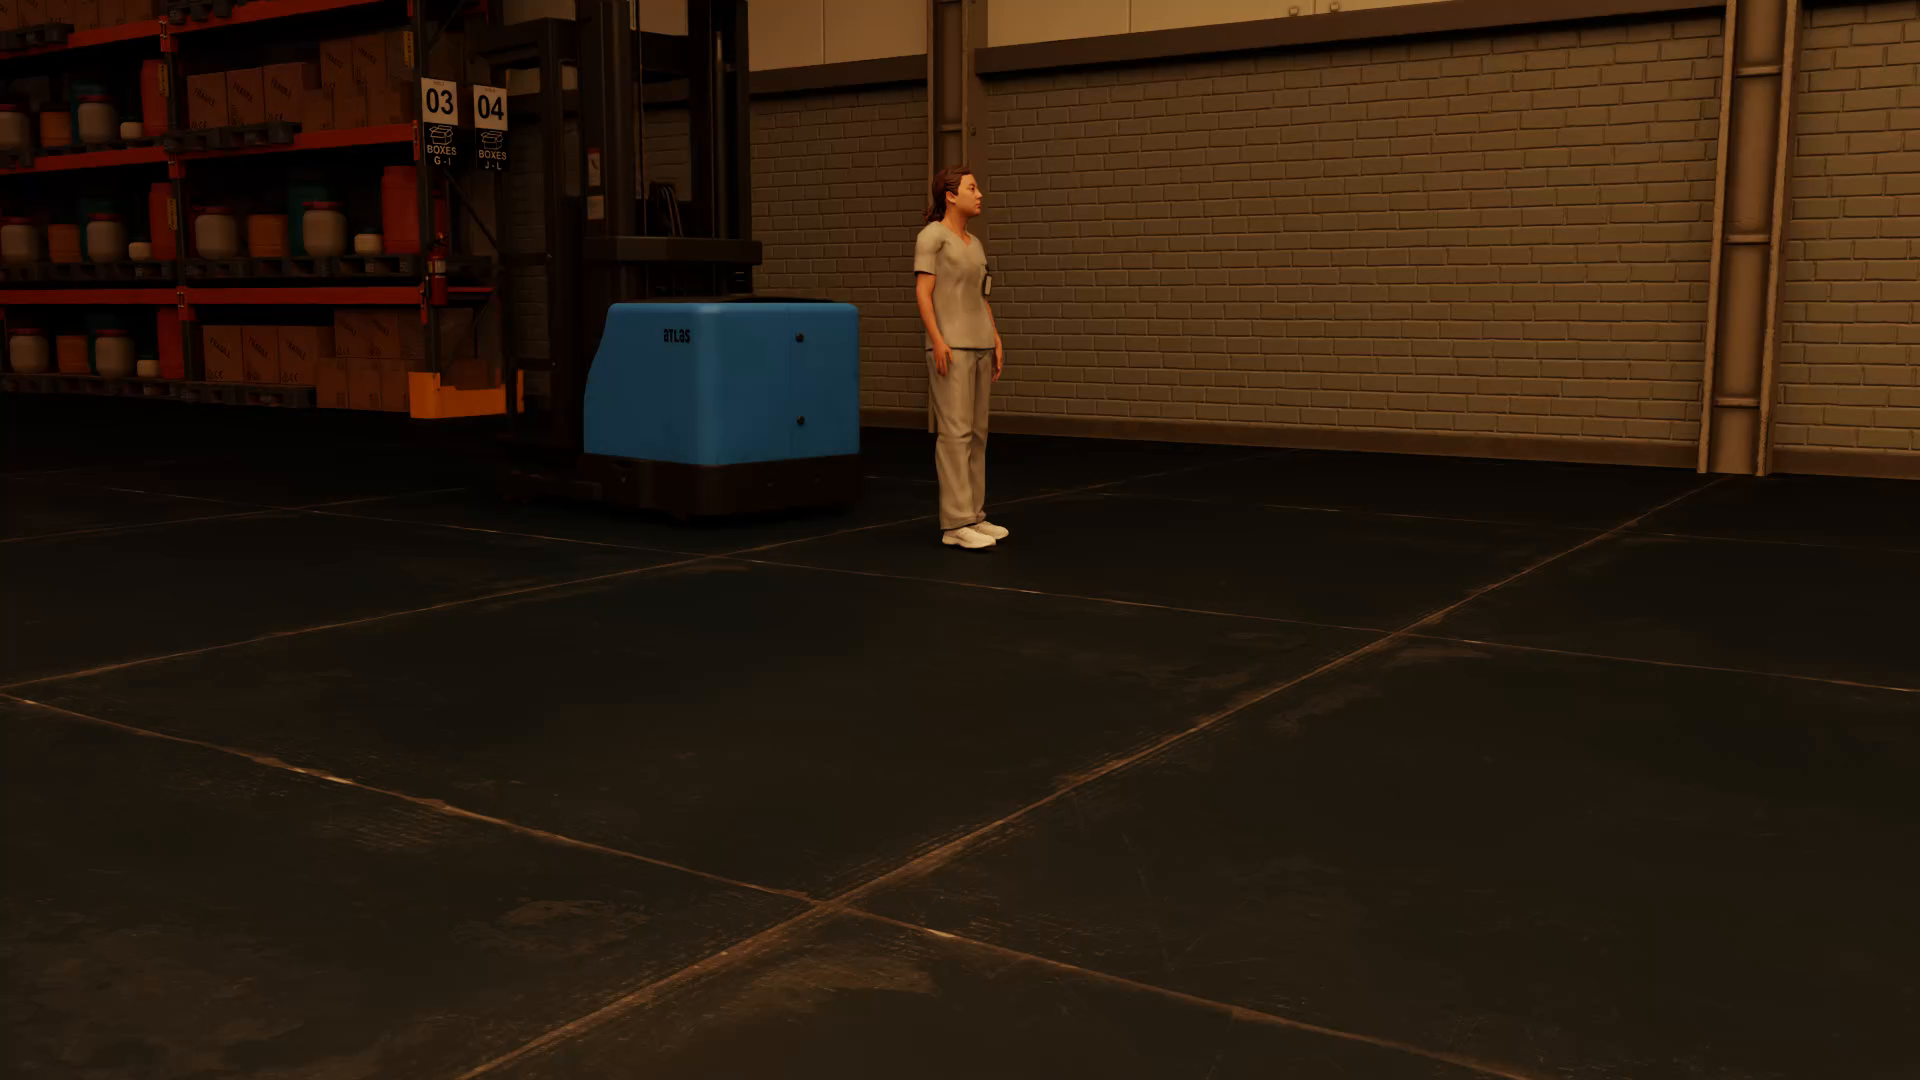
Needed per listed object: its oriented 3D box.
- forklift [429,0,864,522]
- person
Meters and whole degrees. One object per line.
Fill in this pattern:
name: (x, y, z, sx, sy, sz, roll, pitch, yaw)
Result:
forklift: (-1.901, -1.689, 9.071, 3.031, 2.935, 1.130, 8, 11, 44)
person: (0.053, -0.824, 7.434, 0.549, 1.665, 0.549, 5, 10, 34)
